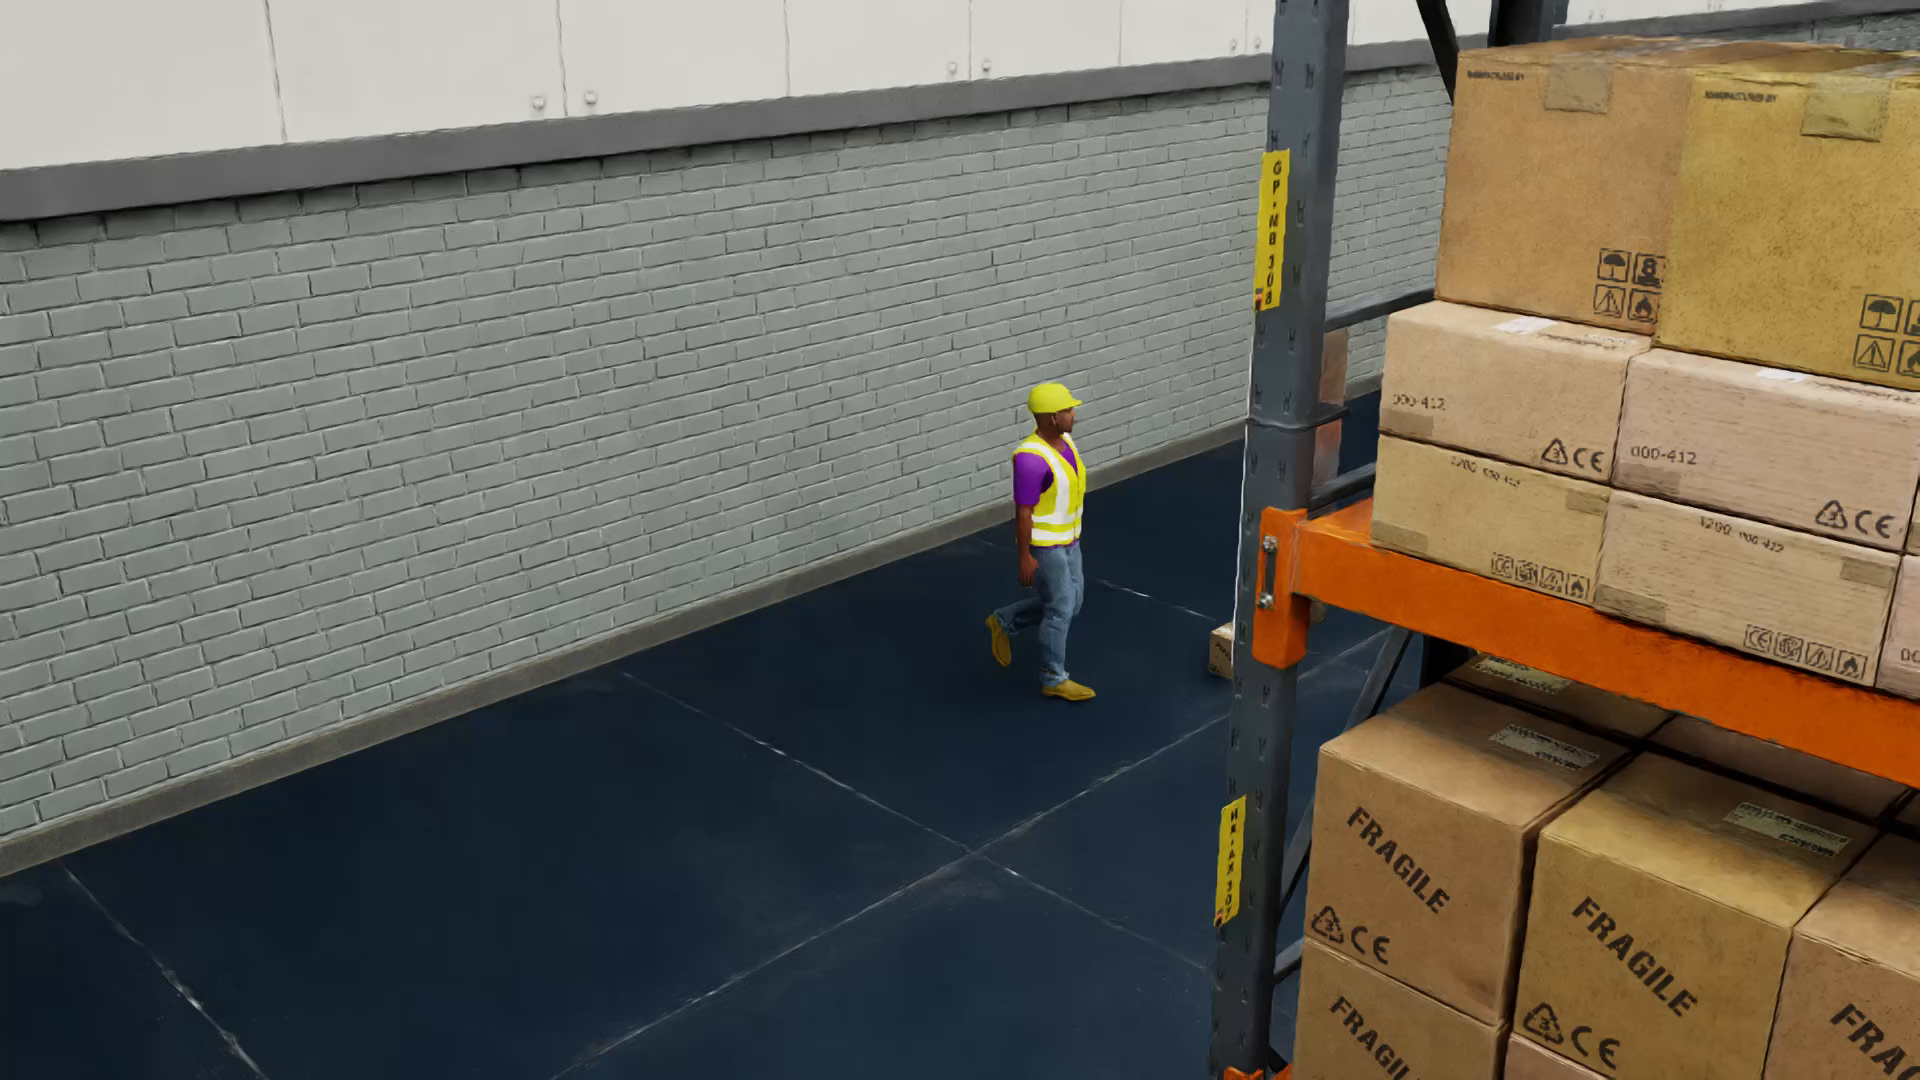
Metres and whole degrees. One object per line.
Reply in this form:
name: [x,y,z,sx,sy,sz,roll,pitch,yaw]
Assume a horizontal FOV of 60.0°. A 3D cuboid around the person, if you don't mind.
person: [0.455,-0.013,9.062,0.714,1.749,0.587,9,22,23]
